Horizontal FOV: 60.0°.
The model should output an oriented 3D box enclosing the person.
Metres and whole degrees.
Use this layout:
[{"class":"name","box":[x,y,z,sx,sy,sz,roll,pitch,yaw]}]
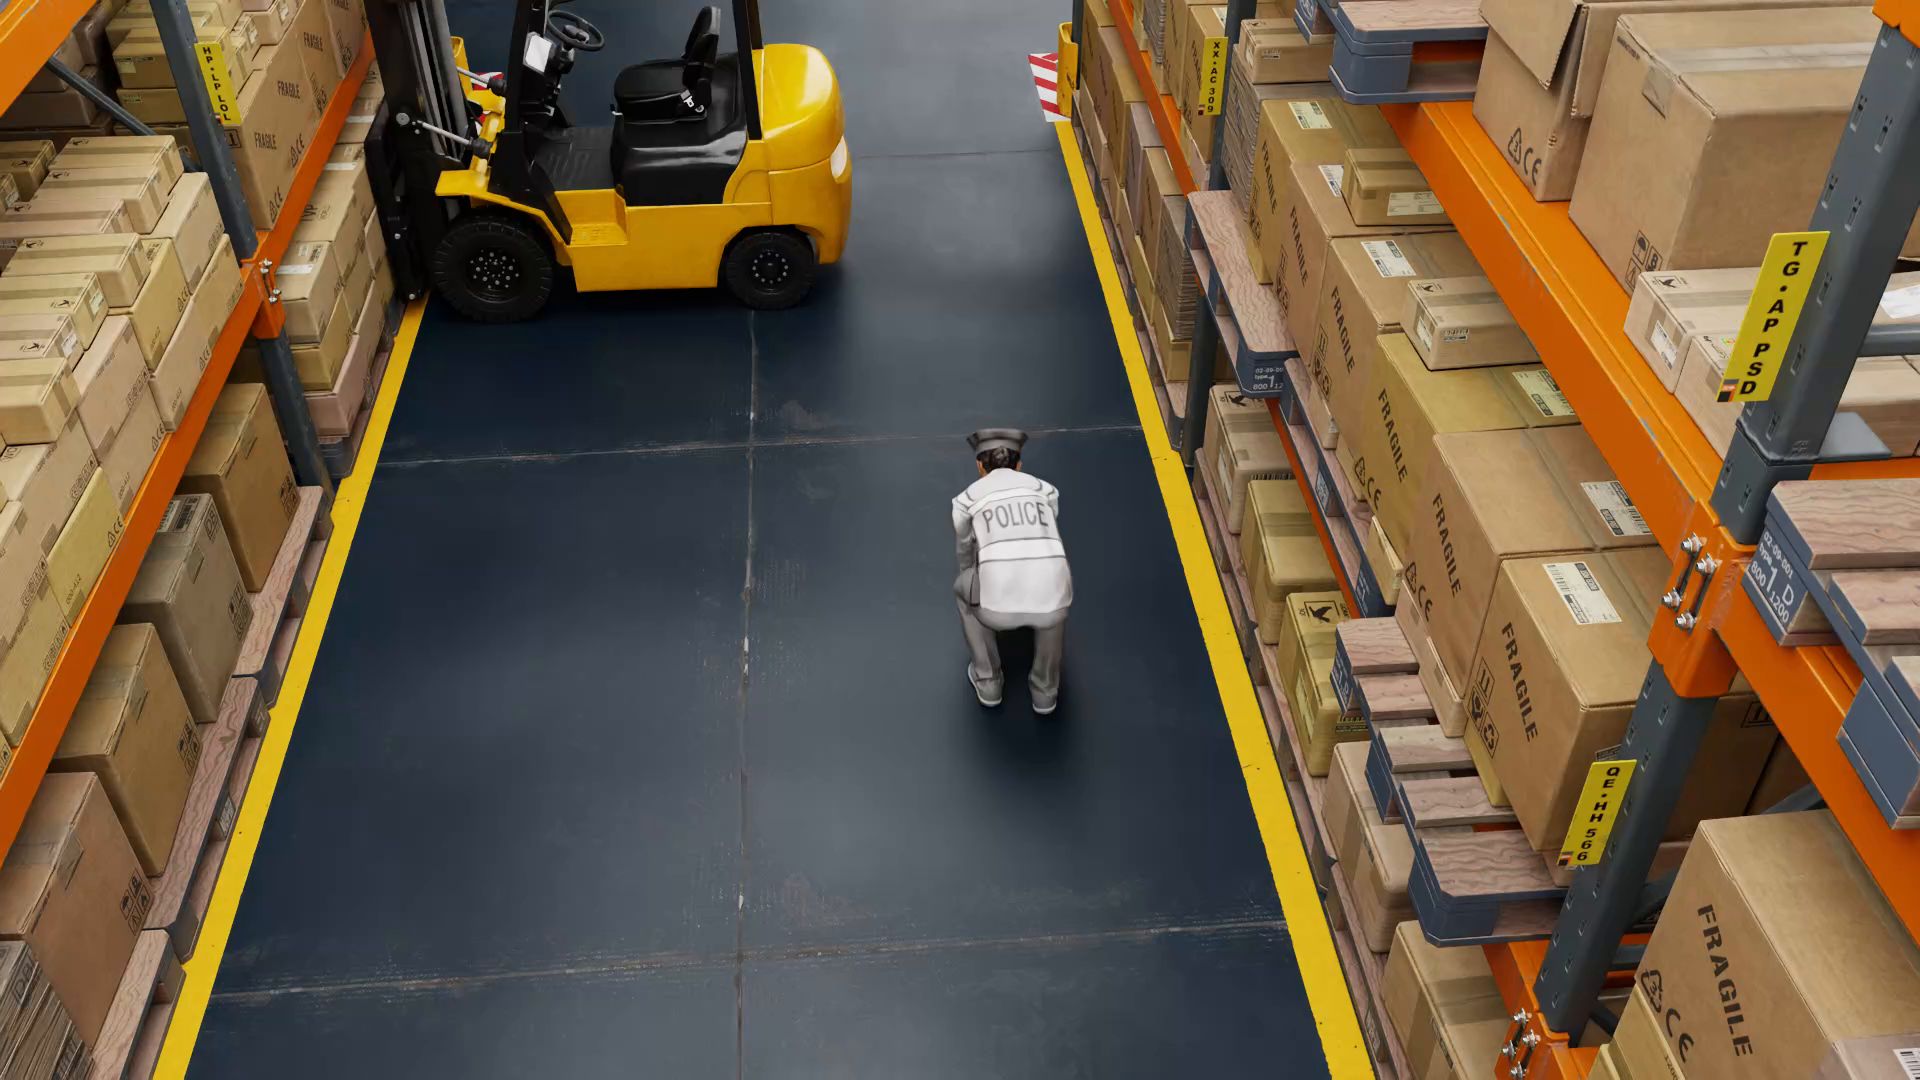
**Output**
[{"class":"person","box":[0.202,0.137,6.529,0.456,0.982,0.914,-4,39,-4]}]
